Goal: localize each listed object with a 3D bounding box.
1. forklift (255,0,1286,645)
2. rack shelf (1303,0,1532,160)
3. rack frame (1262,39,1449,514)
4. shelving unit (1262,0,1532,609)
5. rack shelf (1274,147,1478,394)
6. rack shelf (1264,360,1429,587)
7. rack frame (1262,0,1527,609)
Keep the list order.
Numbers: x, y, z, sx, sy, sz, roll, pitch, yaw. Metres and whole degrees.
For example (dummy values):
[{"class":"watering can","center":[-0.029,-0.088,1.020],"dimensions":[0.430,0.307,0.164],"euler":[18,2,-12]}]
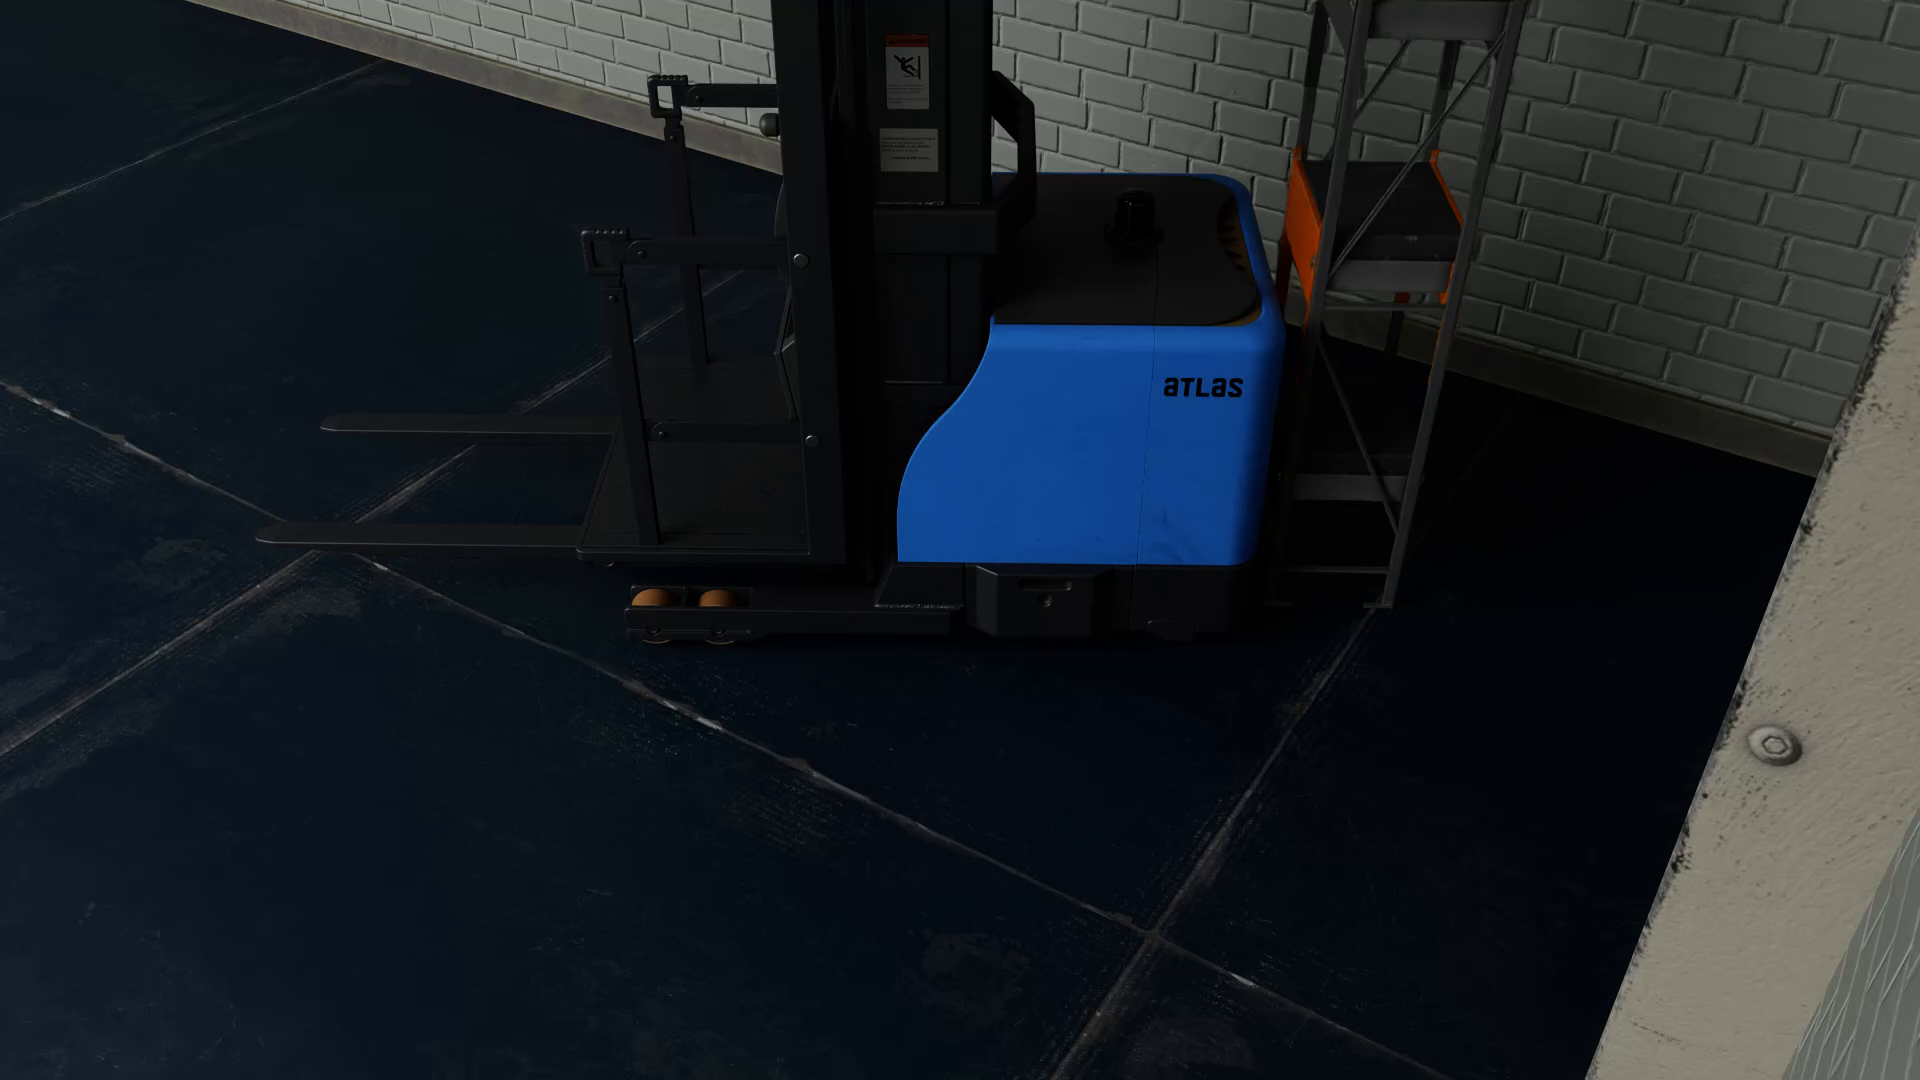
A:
[{"class":"forklift","center":[-0.622,-1.169,4.529],"dimensions":[3.031,2.935,1.130],"euler":[1,38,1]},{"class":"rack shelf","center":[1.159,-1.319,4.277],"dimensions":[0.431,0.518,0.480],"euler":[1,38,0]},{"class":"rack frame","center":[1.156,-0.925,4.889],"dimensions":[0.400,2.100,0.015],"euler":[1,38,0]},{"class":"shelving unit","center":[1.152,-0.776,4.696],"dimensions":[0.431,2.100,0.503],"euler":[1,38,0]},{"class":"rack shelf","center":[1.152,-0.765,4.704],"dimensions":[0.431,0.518,0.480],"euler":[1,38,0]},{"class":"rack shelf","center":[1.144,-0.211,5.132],"dimensions":[0.431,0.518,0.480],"euler":[1,38,0]},{"class":"rack frame","center":[1.148,-0.627,4.503],"dimensions":[0.400,2.100,0.015],"euler":[1,38,0]}]
